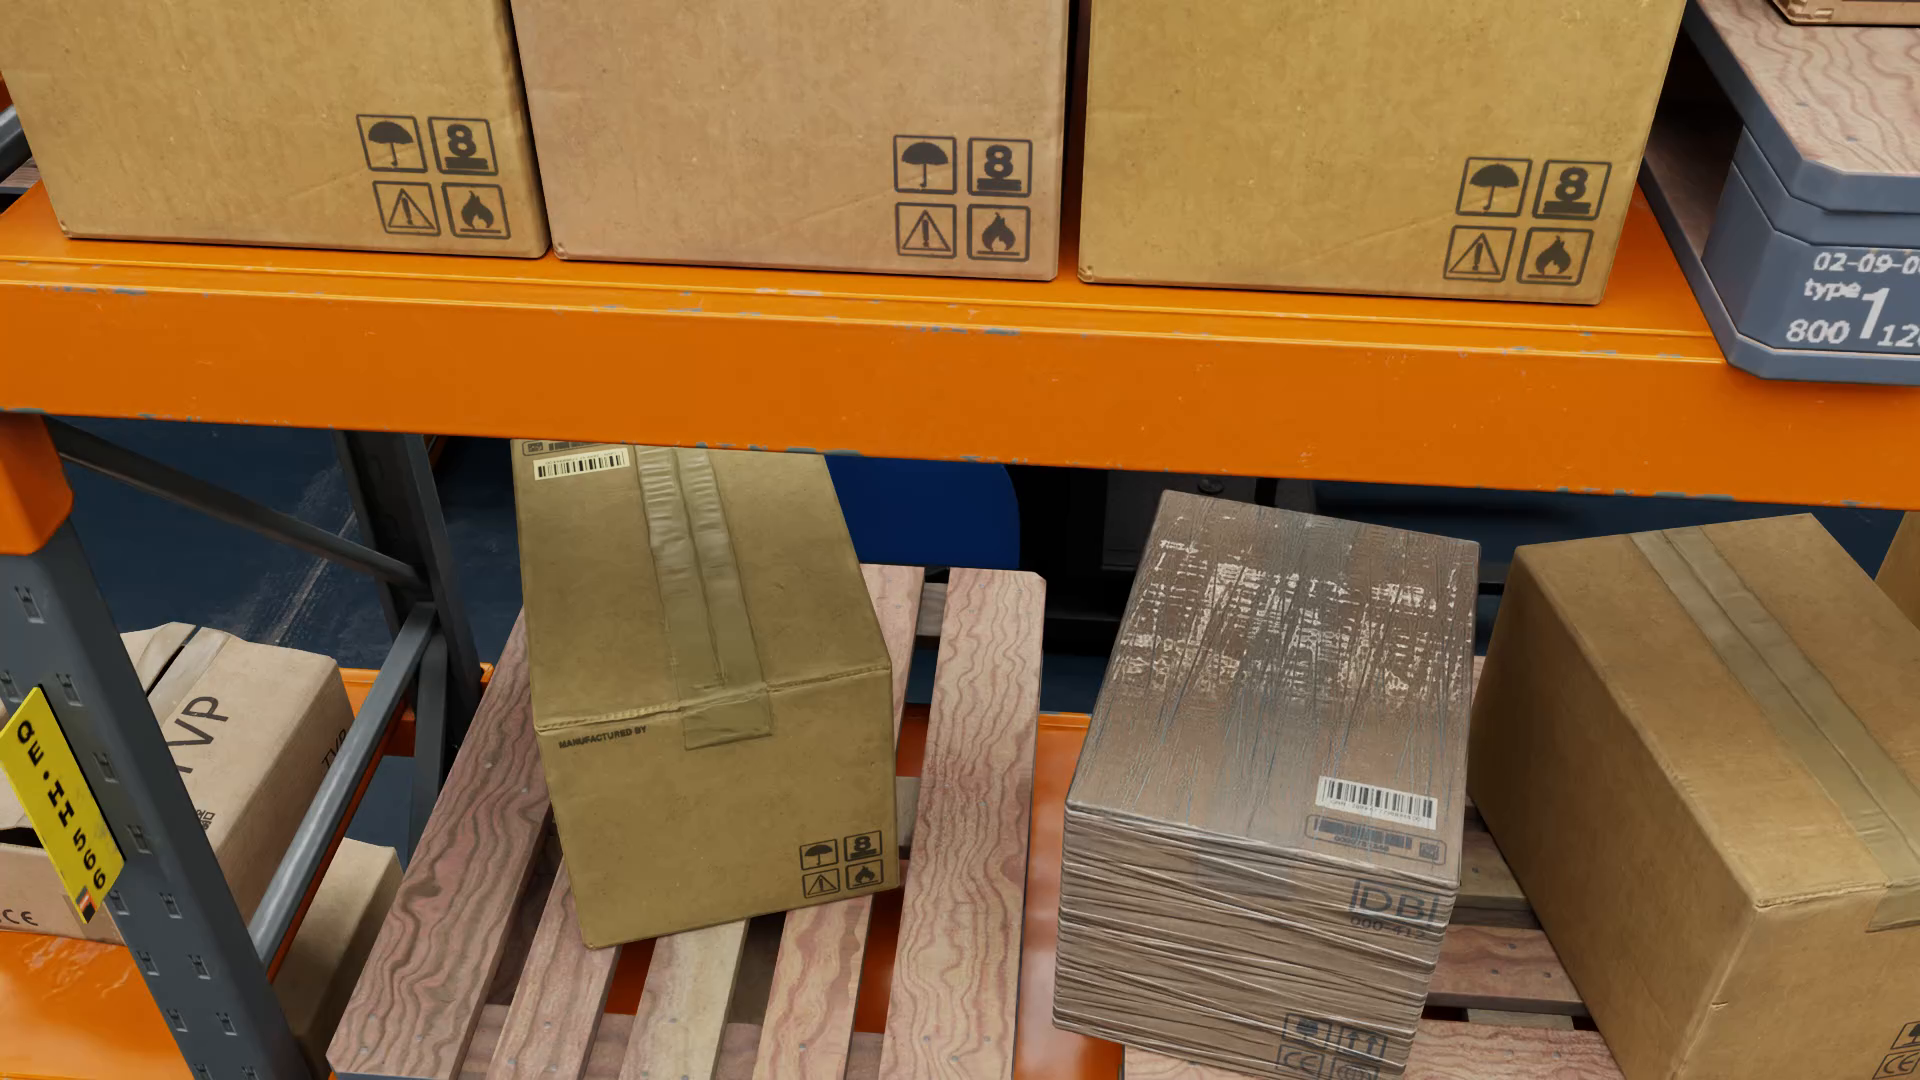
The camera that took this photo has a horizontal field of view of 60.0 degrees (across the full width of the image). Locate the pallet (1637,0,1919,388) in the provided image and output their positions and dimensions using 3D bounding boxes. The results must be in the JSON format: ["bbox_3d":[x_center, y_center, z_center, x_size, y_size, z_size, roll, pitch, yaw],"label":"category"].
[{"bbox_3d":[1.246,-0.575,1.853,1.003,0.211,1.213,3,39,4],"label":"pallet"}]

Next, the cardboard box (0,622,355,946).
[{"bbox_3d":[-1.420,0.419,2.930,0.500,0.311,0.500,5,39,7],"label":"cardboard box"}]

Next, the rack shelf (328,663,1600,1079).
[{"bbox_3d":[0.931,0.819,2.937,4.000,0.370,1.077,3,39,4],"label":"rack shelf"}]

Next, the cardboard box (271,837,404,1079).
[{"bbox_3d":[-1.558,0.904,3.664,0.500,0.311,0.500,4,39,5],"label":"cardboard box"}]

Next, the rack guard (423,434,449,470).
[{"bbox_3d":[-1.886,-0.377,6.016,0.087,0.250,0.587,2,39,3],"label":"rack guard"}]

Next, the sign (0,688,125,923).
[{"bbox_3d":[-1.106,0.332,2.049,0.005,0.325,0.100,3,39,4],"label":"sign"}]

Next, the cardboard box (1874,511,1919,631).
[{"bbox_3d":[1.780,0.284,2.614,0.500,0.500,0.700,9,40,11],"label":"cardboard box"}]

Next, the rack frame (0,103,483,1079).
[{"bbox_3d":[-1.061,0.431,2.844,0.127,3.000,1.000,3,39,4],"label":"rack frame"}]

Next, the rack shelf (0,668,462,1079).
[{"bbox_3d":[-3.054,0.601,3.205,4.000,0.370,1.077,3,39,4],"label":"rack shelf"}]

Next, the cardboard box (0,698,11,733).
[{"bbox_3d":[-1.936,0.295,3.081,0.500,0.311,0.500,3,39,3],"label":"cardboard box"}]

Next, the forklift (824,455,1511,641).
[{"bbox_3d":[0.678,-1.101,4.781,3.031,2.935,1.130,3,39,4],"label":"forklift"}]

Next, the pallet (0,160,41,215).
[{"bbox_3d":[-3.847,-1.779,7.769,1.213,0.211,1.003,3,39,4],"label":"pallet"}]

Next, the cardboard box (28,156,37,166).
[{"bbox_3d":[-3.888,-2.074,7.553,0.500,0.500,0.700,4,39,5],"label":"cardboard box"}]

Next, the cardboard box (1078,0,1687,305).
[{"bbox_3d":[0.402,-0.712,1.793,0.500,0.500,0.910,3,39,4],"label":"cardboard box"}]

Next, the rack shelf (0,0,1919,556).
[{"bbox_3d":[0.931,-0.344,1.990,4.000,0.370,1.077,3,39,4],"label":"rack shelf"}]

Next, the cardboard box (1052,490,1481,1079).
[{"bbox_3d":[0.470,0.363,2.516,0.500,0.500,0.700,10,40,12],"label":"cardboard box"}]

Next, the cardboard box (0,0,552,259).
[{"bbox_3d":[-0.624,-0.768,1.862,0.500,0.500,0.910,3,39,4],"label":"cardboard box"}]

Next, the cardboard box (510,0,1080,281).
[{"bbox_3d":[-0.116,-0.740,1.828,0.500,0.500,0.910,3,39,4],"label":"cardboard box"}]

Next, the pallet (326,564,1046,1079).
[{"bbox_3d":[-0.380,0.499,2.913,1.003,0.211,1.213,3,39,4],"label":"pallet"}]

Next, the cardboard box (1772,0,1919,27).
[{"bbox_3d":[1.099,-0.899,1.611,0.600,0.600,0.600,2,39,2],"label":"cardboard box"}]

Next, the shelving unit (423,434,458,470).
[{"bbox_3d":[-1.389,-0.843,5.598,1.083,1.500,0.587,2,39,3],"label":"shelving unit"}]

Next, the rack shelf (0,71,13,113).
[{"bbox_3d":[-3.054,-0.562,2.258,4.000,0.370,1.077,3,39,4],"label":"rack shelf"}]

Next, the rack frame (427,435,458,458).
[{"bbox_3d":[-1.905,-0.863,5.622,0.032,1.500,0.500,2,39,3],"label":"rack frame"}]

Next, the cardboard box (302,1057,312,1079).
[{"bbox_3d":[-1.605,1.244,3.247,0.500,0.311,0.500,4,39,5],"label":"cardboard box"}]

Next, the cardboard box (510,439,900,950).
[{"bbox_3d":[-0.424,0.193,2.725,0.500,0.500,0.700,-9,40,-11],"label":"cardboard box"}]

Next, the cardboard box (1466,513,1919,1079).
[{"bbox_3d":[1.158,0.390,2.483,0.500,0.500,0.700,-6,40,-8],"label":"cardboard box"}]

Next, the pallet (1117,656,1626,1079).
[{"bbox_3d":[0.876,0.609,2.778,1.213,0.211,1.003,3,39,4],"label":"pallet"}]
